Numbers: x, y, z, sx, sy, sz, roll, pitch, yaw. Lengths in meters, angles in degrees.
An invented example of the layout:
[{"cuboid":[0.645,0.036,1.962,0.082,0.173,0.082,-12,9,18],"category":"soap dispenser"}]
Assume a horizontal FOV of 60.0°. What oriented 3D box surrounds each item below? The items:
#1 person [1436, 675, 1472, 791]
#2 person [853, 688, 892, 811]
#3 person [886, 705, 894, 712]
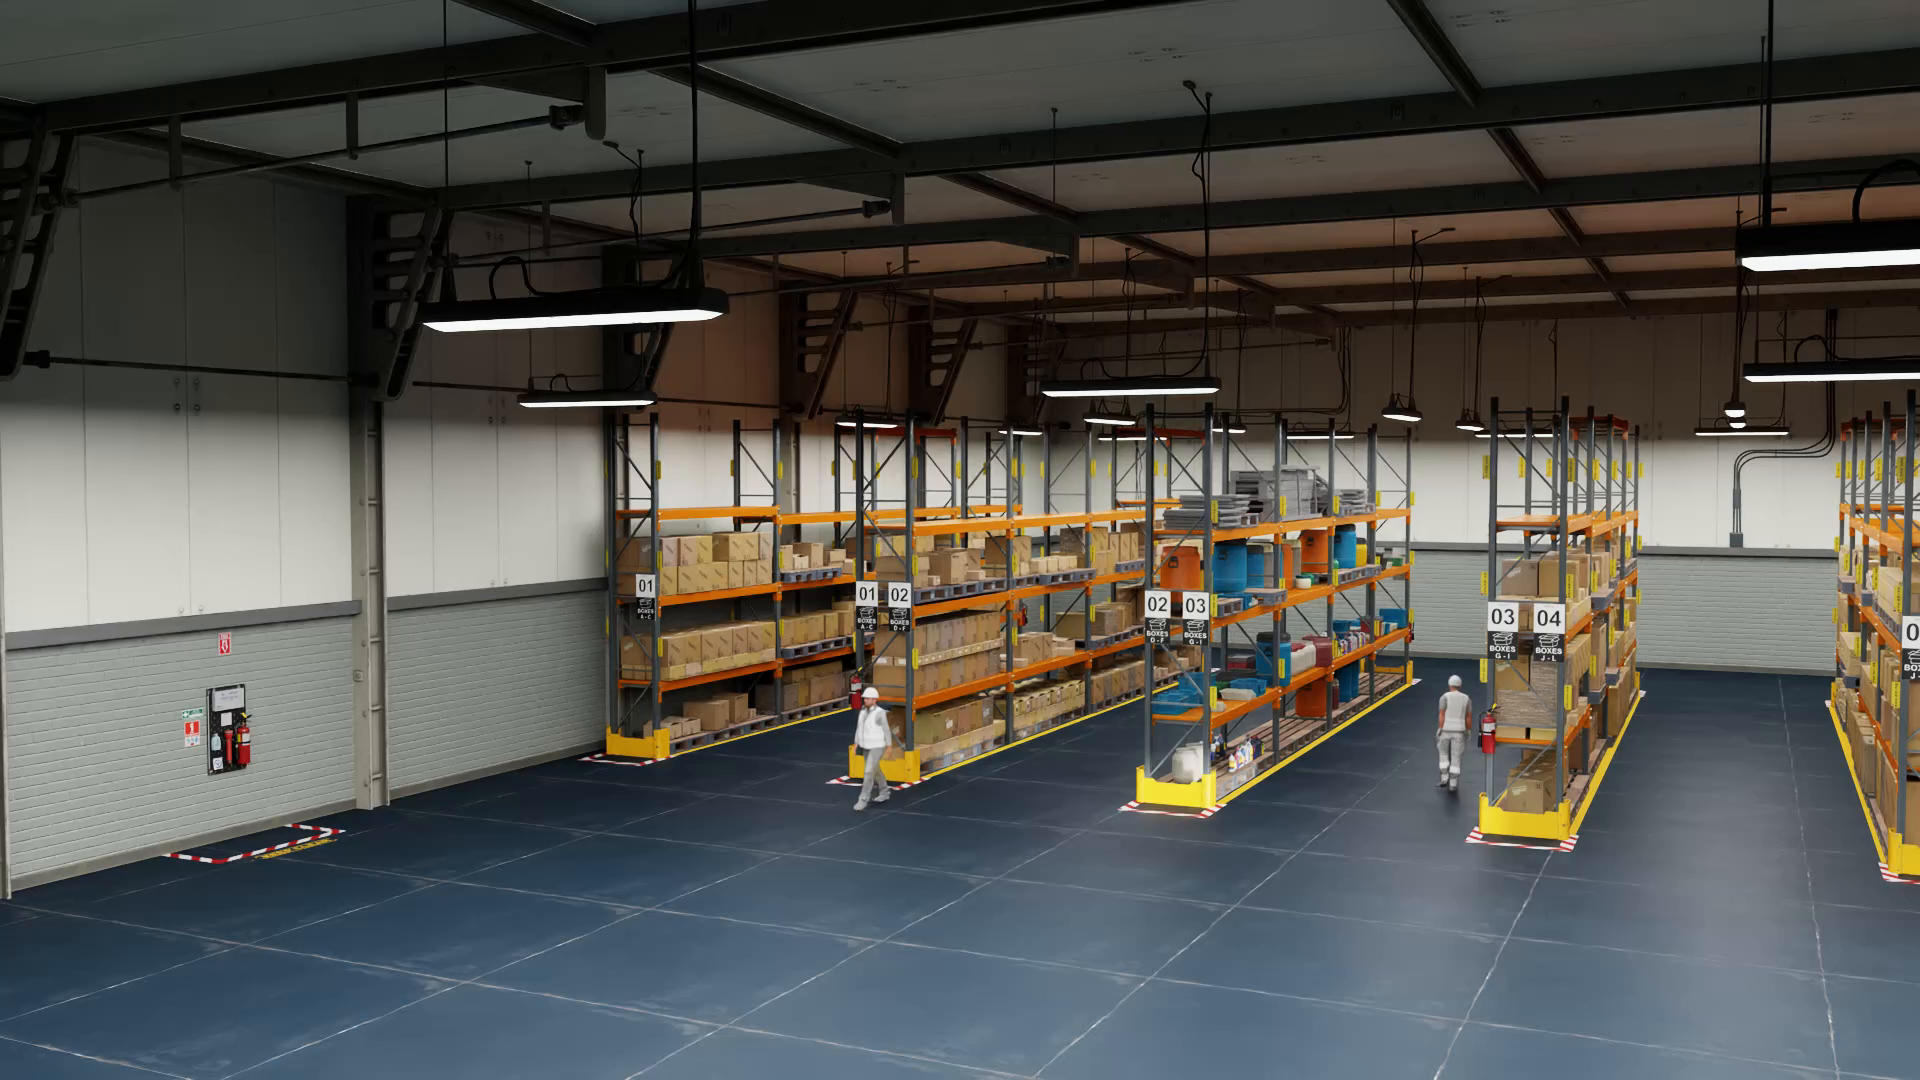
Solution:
[{"cuboid":[7.724,3.025,25.999,0.538,1.807,0.542,1,2,14],"category":"person"},{"cuboid":[-1.339,3.070,24.730,0.902,1.741,0.529,-2,3,-41],"category":"person"},{"cuboid":[-1.255,2.787,33.673,0.436,1.557,0.932,2,3,32],"category":"person"}]
